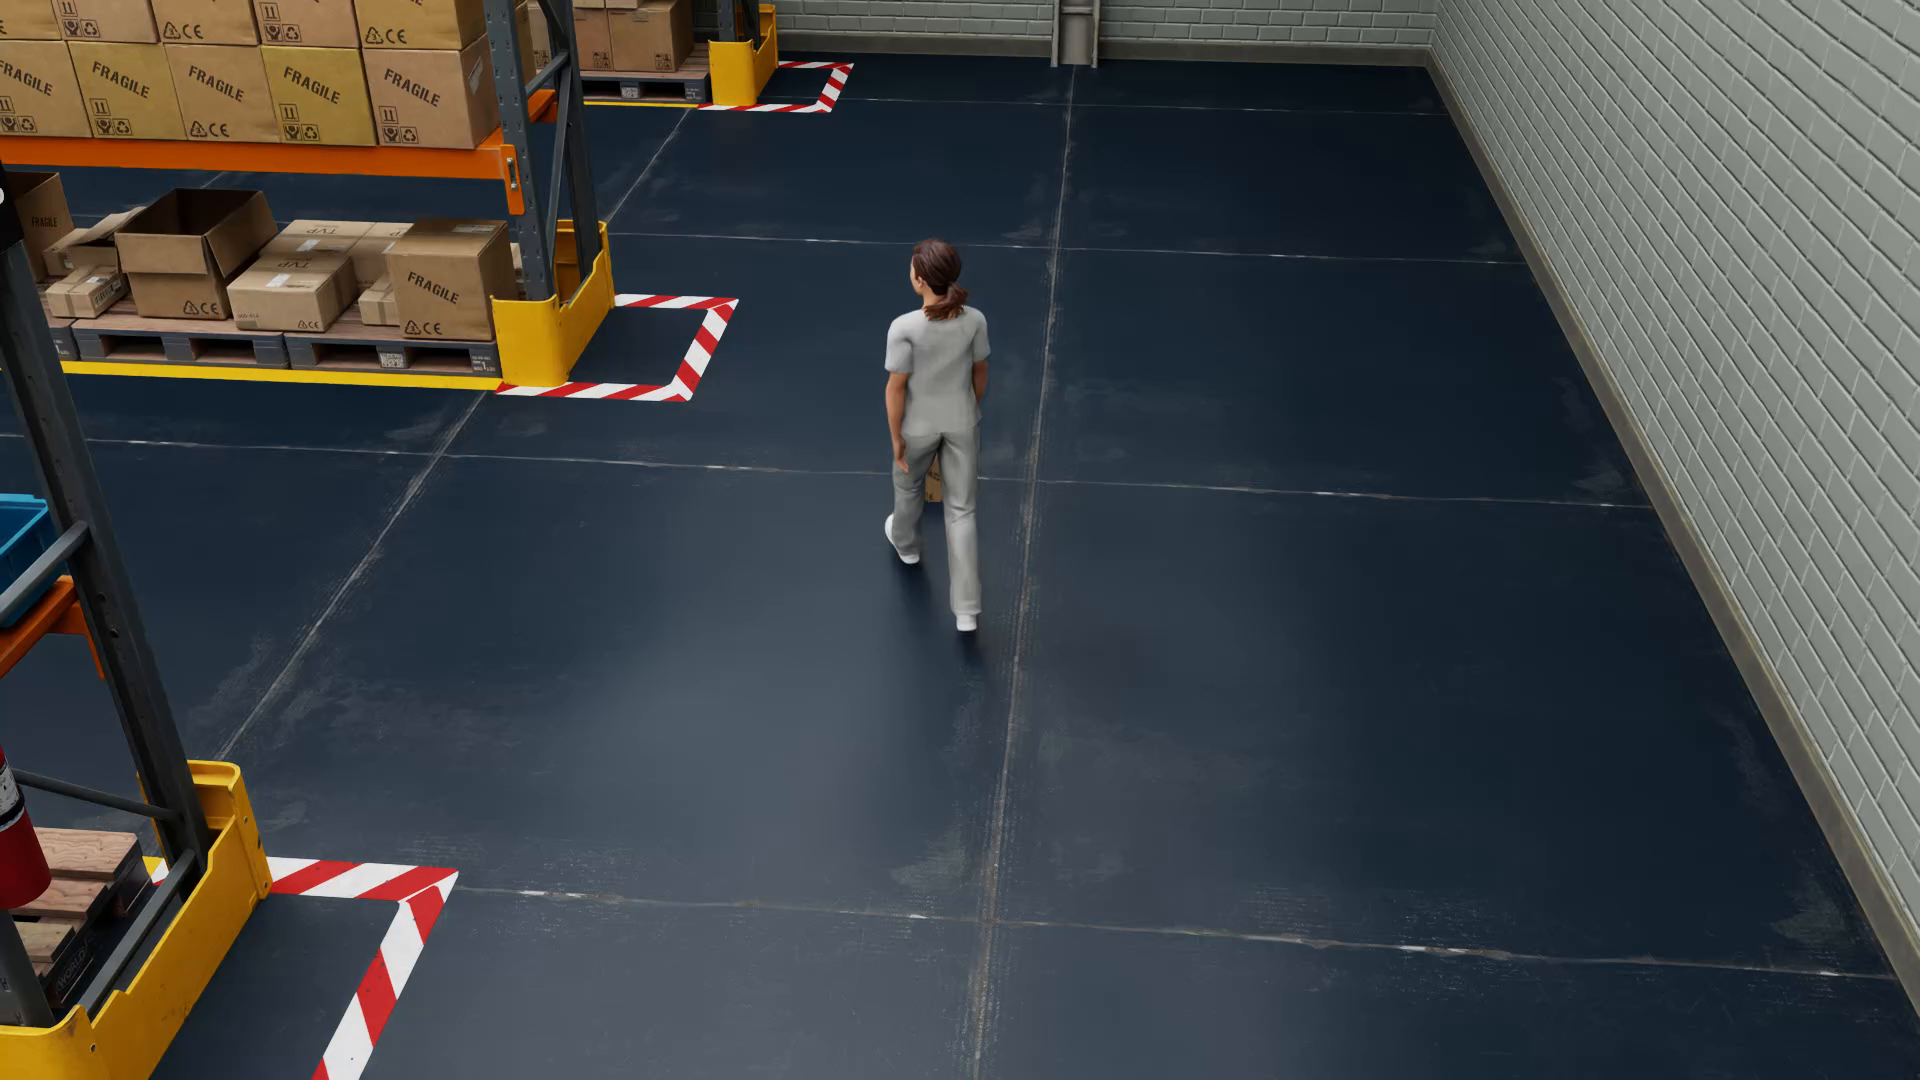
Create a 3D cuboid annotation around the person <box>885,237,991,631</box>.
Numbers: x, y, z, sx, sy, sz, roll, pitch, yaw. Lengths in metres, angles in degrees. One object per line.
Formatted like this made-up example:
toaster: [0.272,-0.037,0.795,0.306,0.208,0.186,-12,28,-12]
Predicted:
person: [-0.099,-0.486,6.934,0.447,1.613,0.953,-5,32,-8]
